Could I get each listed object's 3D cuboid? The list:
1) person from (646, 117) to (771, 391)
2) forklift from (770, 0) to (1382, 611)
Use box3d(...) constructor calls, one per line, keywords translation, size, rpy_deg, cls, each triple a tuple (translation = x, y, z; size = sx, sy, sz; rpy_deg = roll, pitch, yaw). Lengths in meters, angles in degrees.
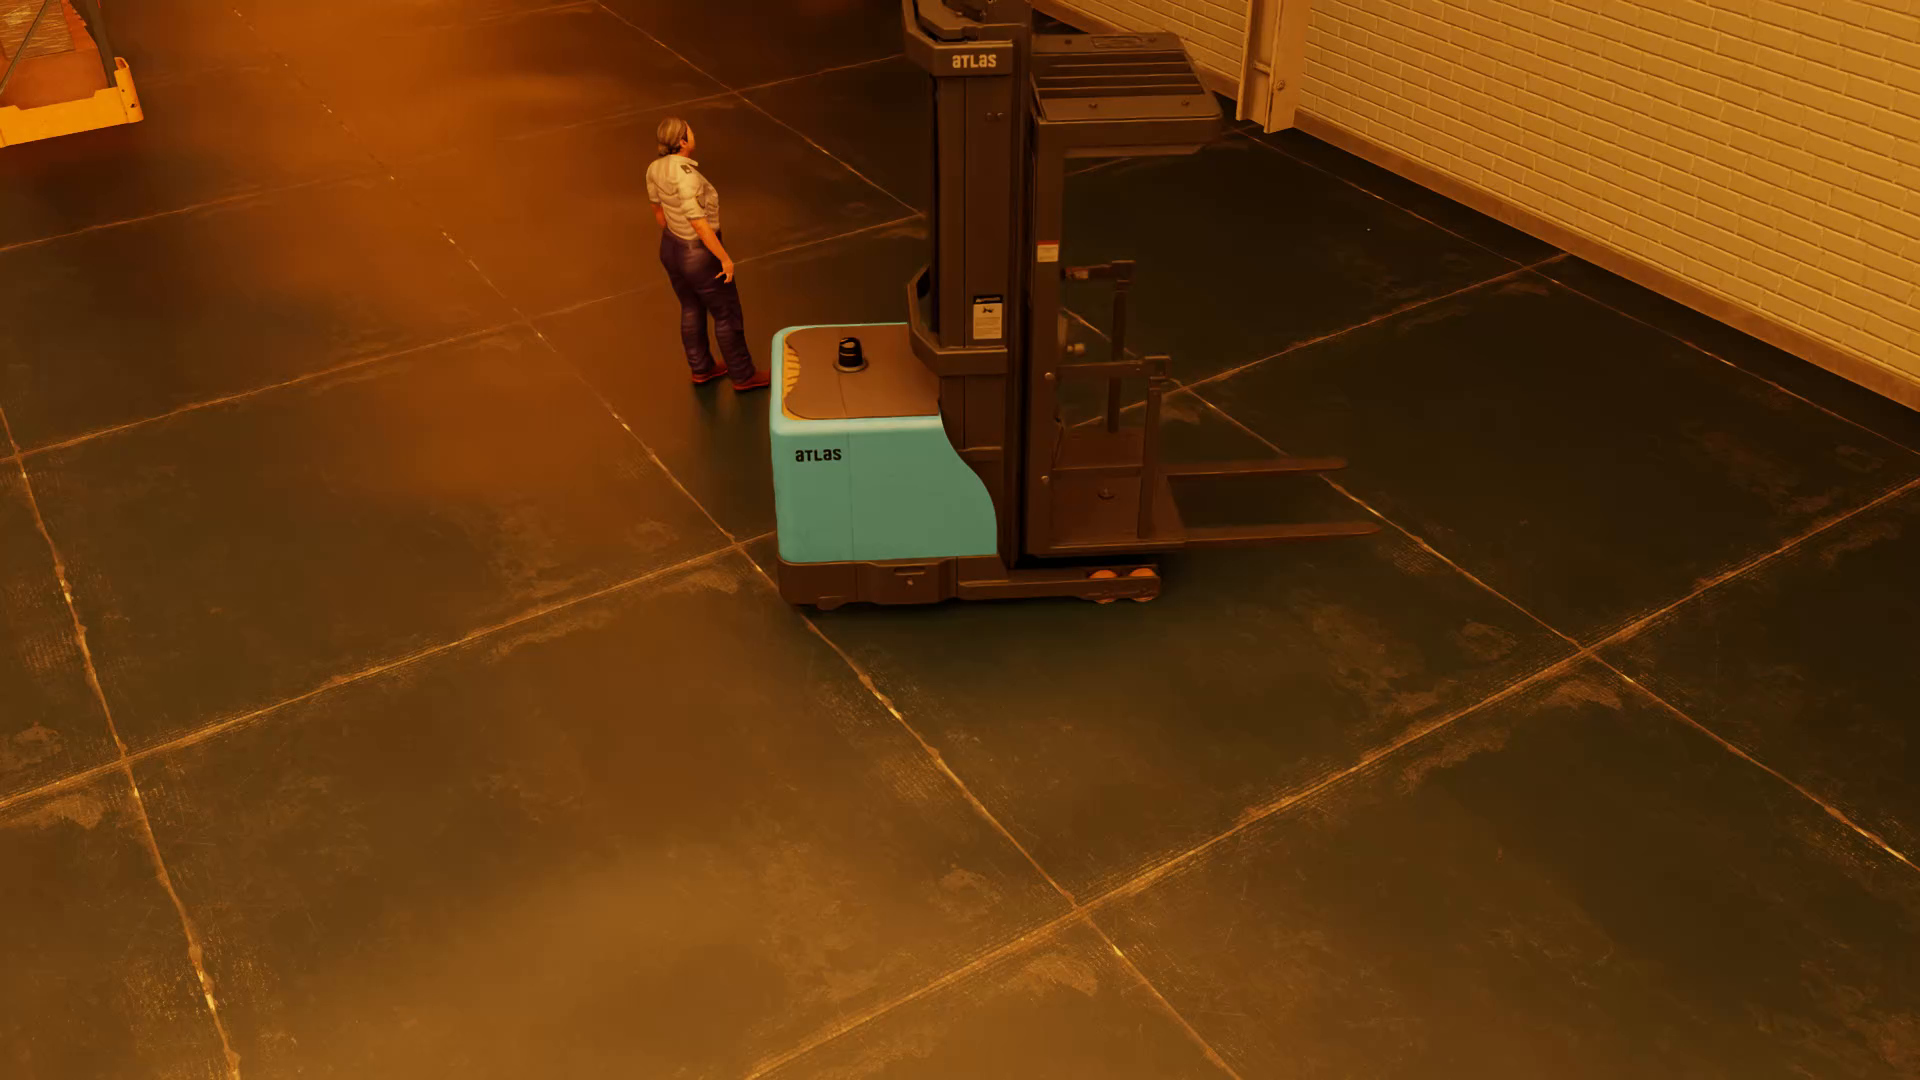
box3d(translation=(-1.458, -1.669, 9.631), size=(0.504, 1.654, 0.587), rpy_deg=(-28, 44, -34), cls="person")
box3d(translation=(0.590, -1.187, 7.837), size=(3.031, 2.935, 1.130), rpy_deg=(-3, 35, -4), cls="forklift")
